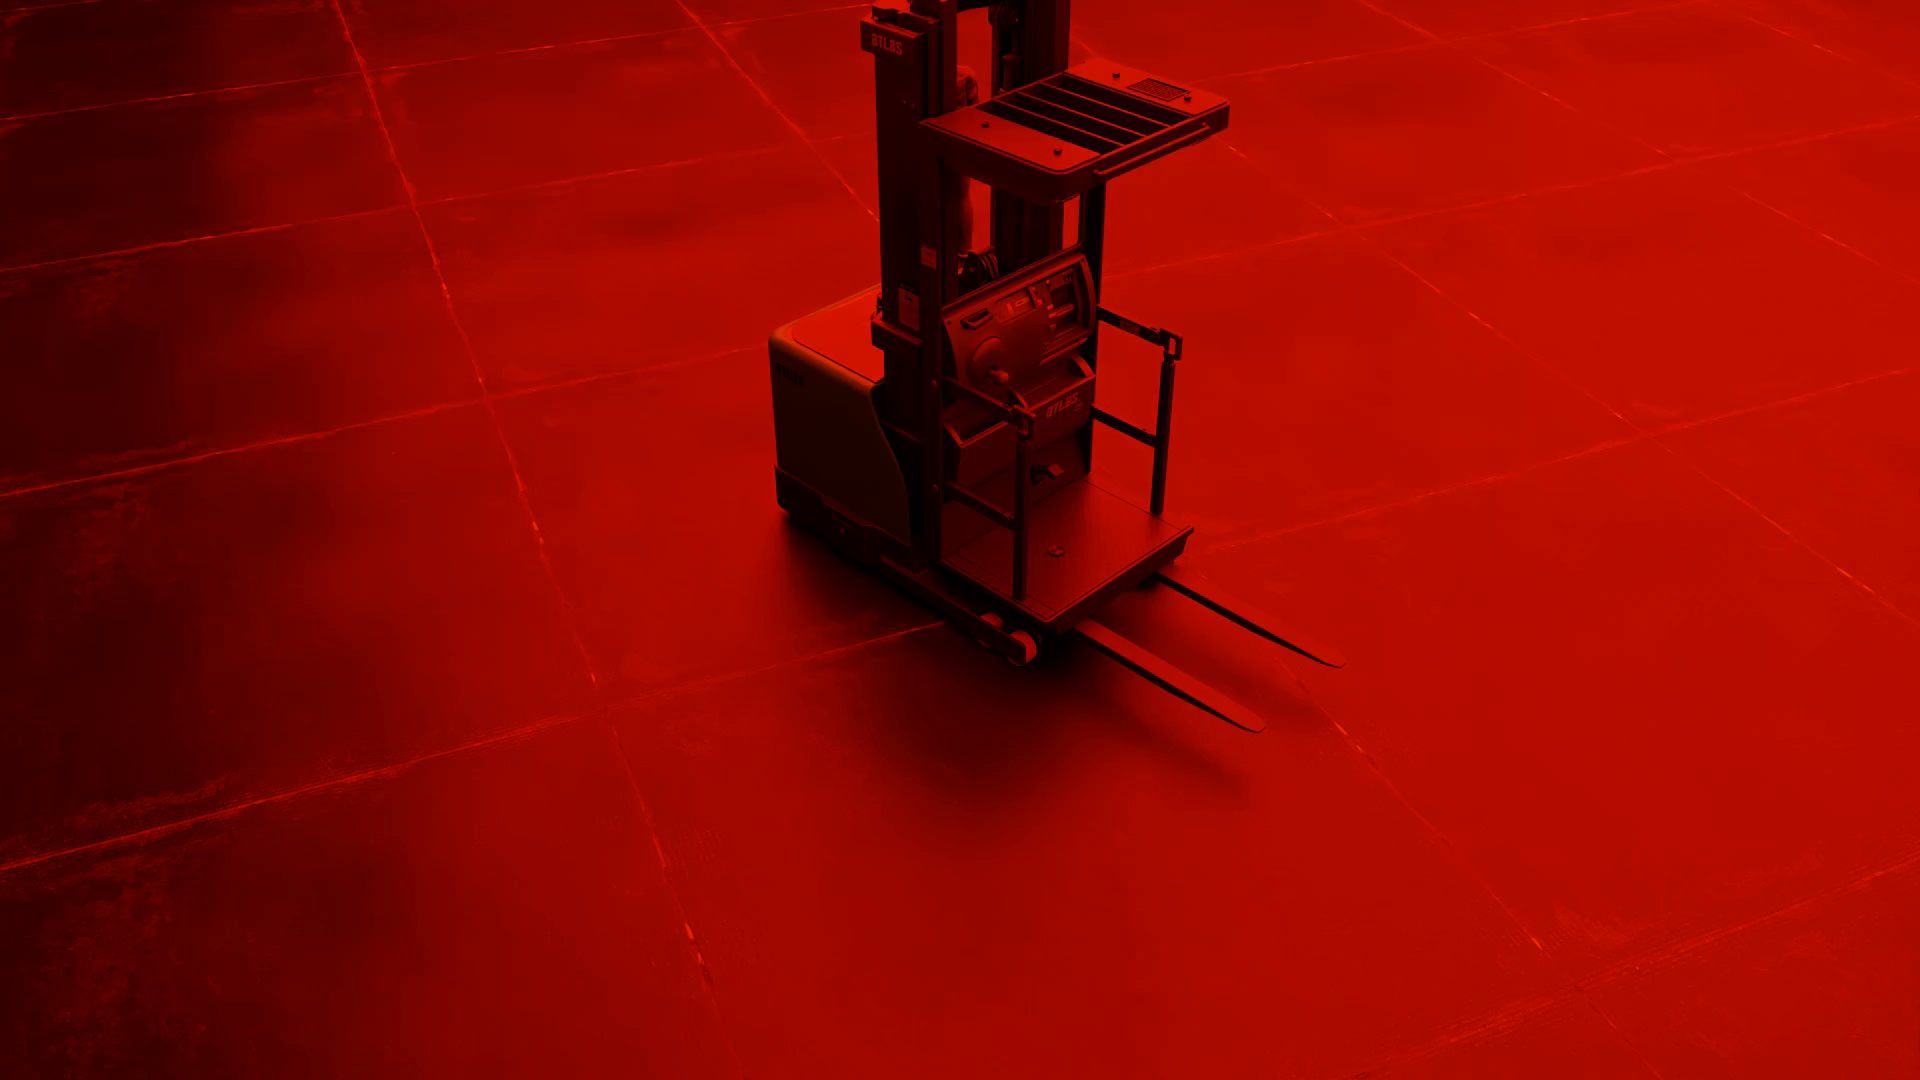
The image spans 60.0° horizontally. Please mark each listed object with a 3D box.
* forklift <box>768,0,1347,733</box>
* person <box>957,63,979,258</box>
[{"bbox_3d":[0.432,-0.946,7.429,3.031,2.935,1.130,30,45,35],"label":"forklift"},{"bbox_3d":[-0.141,-2.548,10.771,0.570,1.654,0.504,-15,38,-20],"label":"person"}]
